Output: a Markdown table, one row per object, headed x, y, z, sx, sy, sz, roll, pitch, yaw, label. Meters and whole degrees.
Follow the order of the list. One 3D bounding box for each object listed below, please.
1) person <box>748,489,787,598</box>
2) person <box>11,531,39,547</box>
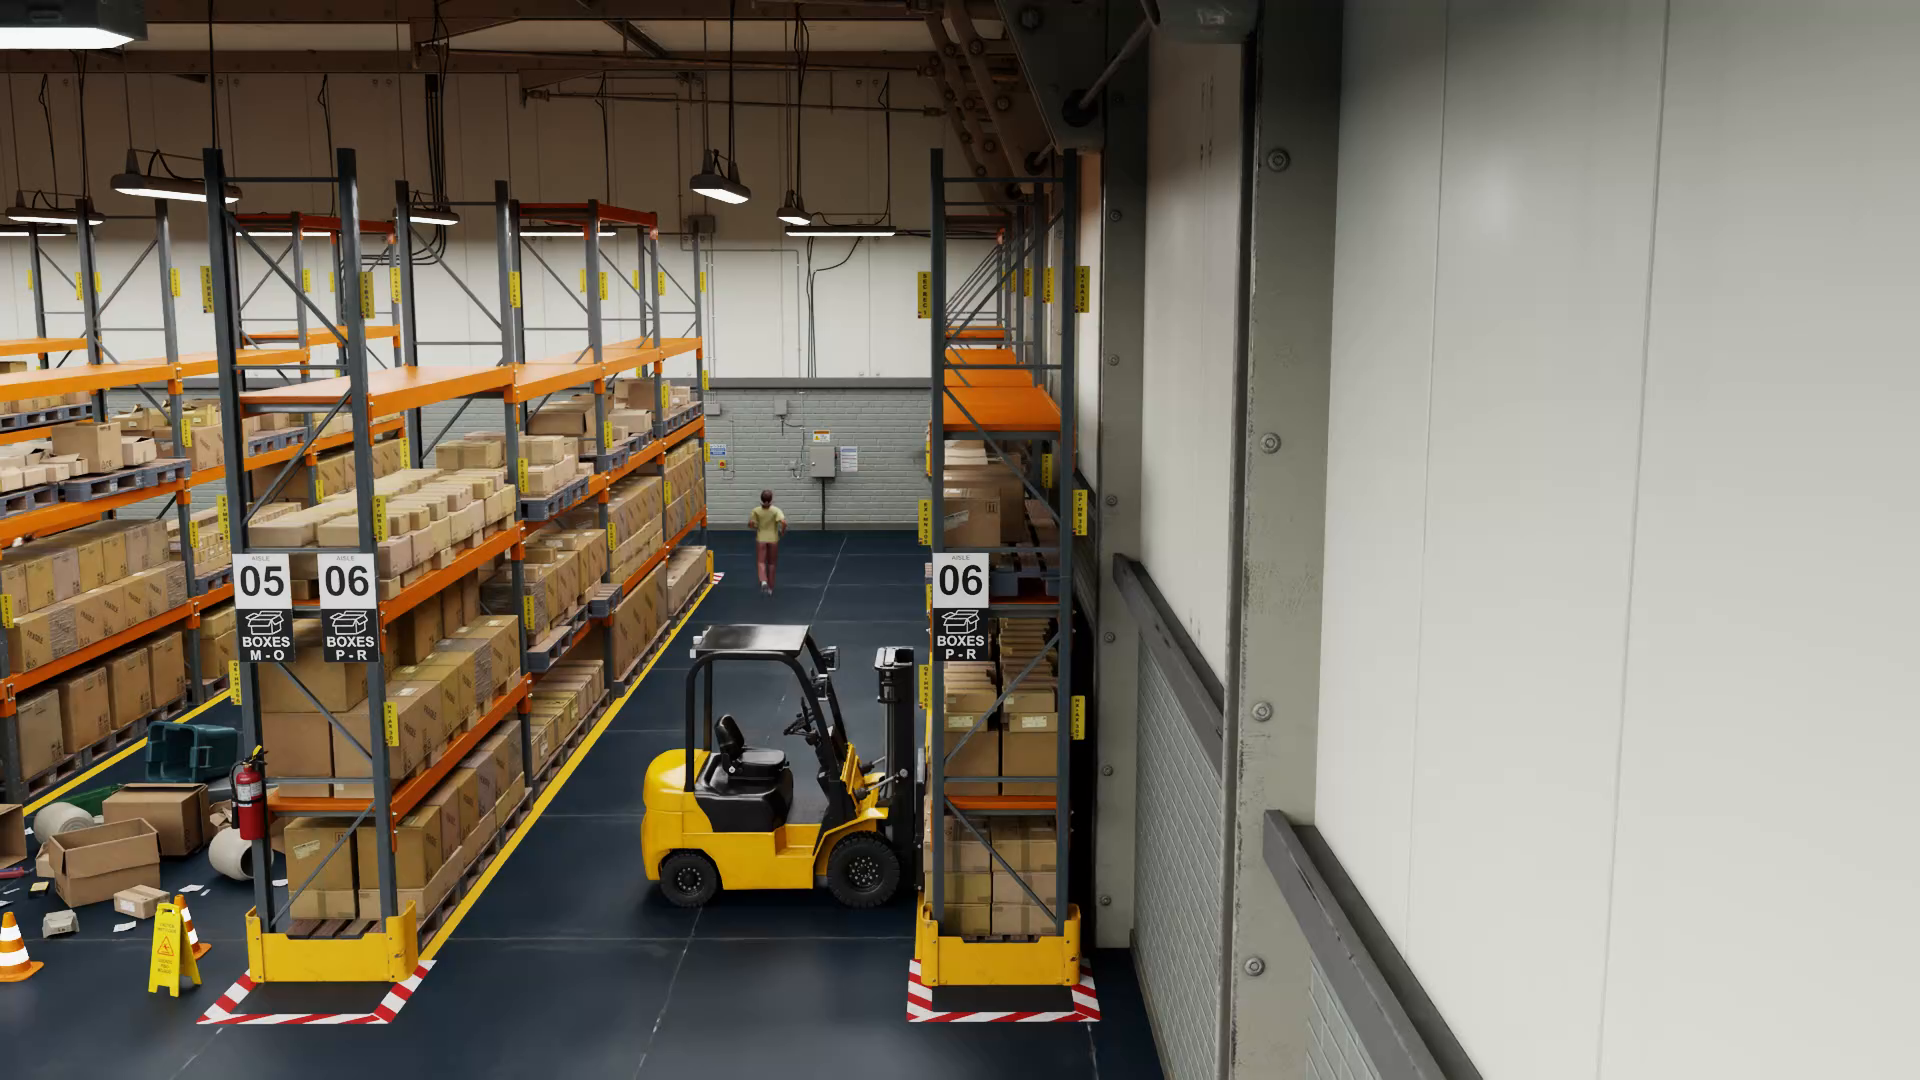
| x | y | z | sx | sy | sz | roll | pitch | yaw | label |
| --- | --- | --- | --- | --- | --- | --- | --- | --- | --- |
| -2.915 | 0.036 | 25.222 | 0.588 | 1.645 | 0.727 | -1 | 9 | -5 | person |
| -12.930 | 0.611 | 23.115 | 0.655 | 1.807 | 0.729 | -1 | 9 | -7 | person |
